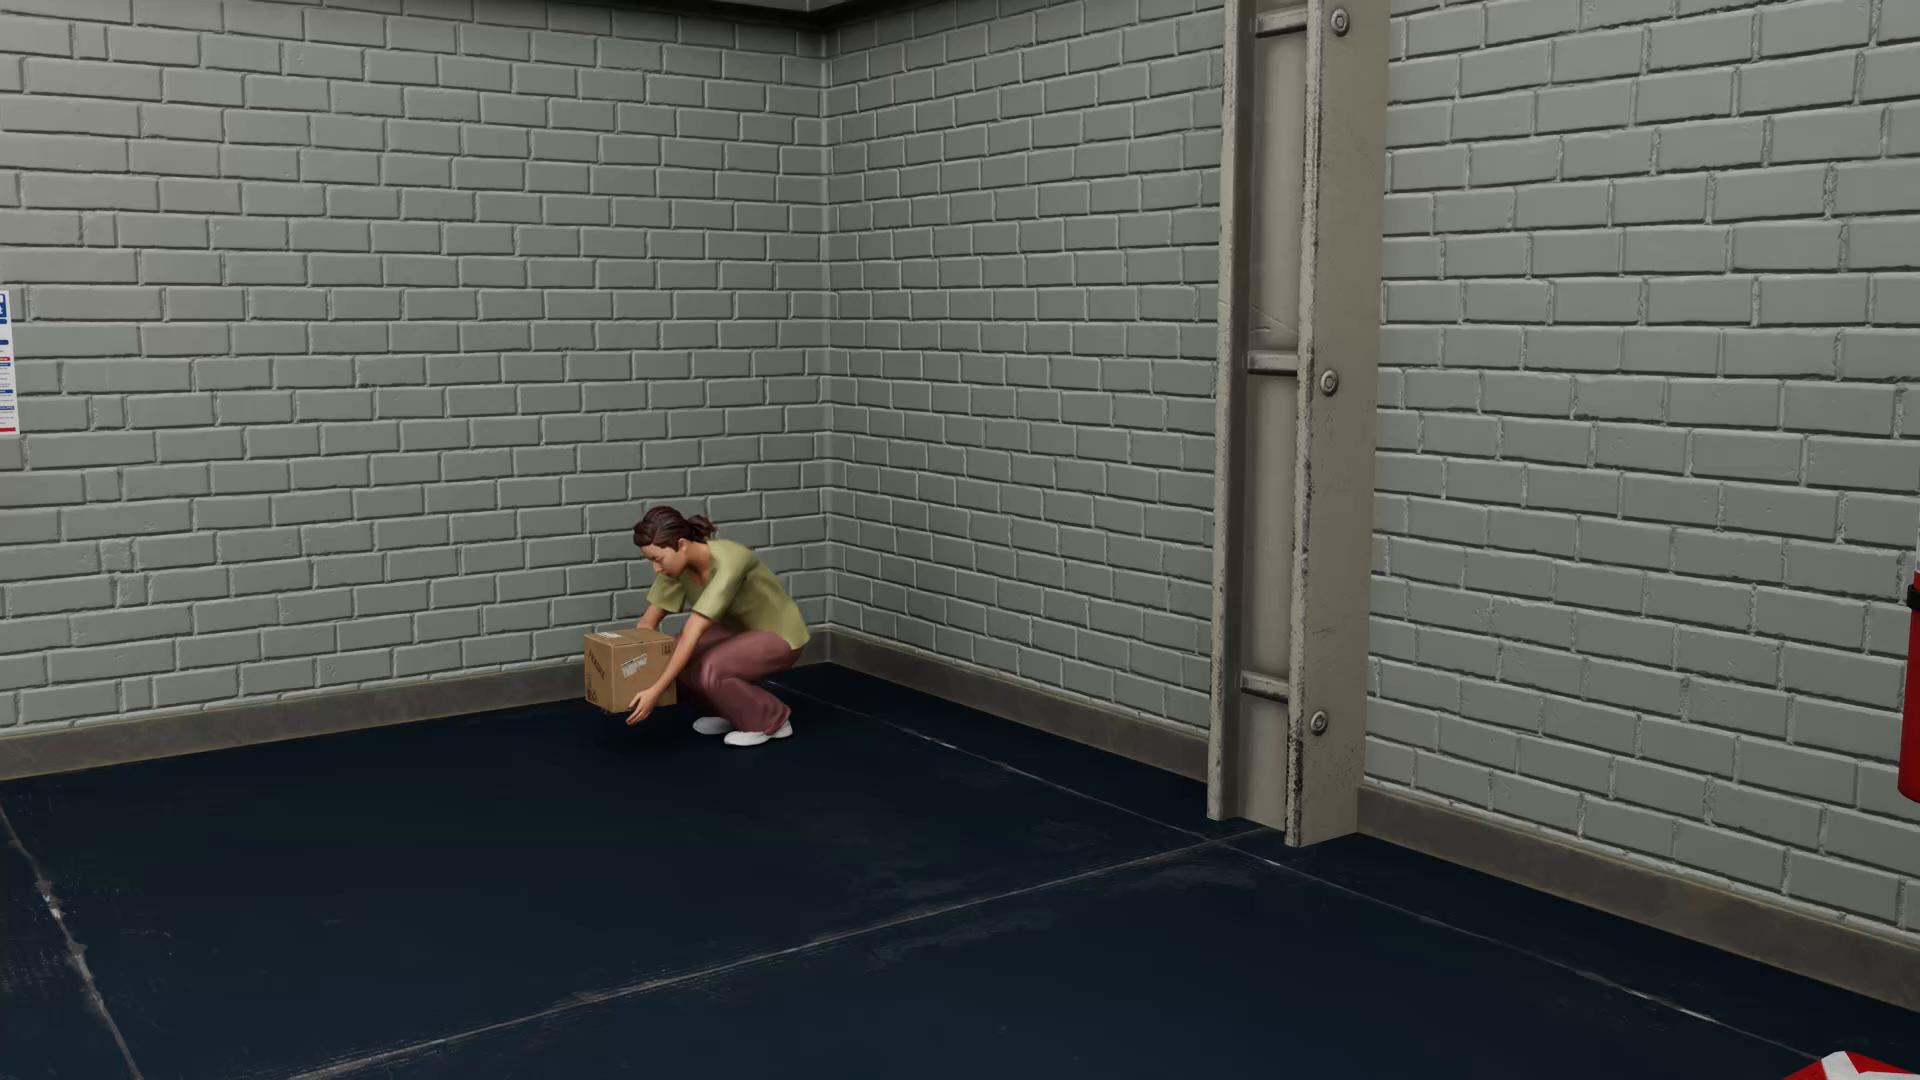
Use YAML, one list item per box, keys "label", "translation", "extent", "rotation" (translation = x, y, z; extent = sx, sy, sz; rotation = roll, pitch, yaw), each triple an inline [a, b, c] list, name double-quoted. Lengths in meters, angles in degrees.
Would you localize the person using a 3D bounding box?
- label: "person"
  translation: [-0.950, 0.315, 6.285]
  extent: [0.803, 0.931, 0.479]
  rotation: [-6, 10, -36]
